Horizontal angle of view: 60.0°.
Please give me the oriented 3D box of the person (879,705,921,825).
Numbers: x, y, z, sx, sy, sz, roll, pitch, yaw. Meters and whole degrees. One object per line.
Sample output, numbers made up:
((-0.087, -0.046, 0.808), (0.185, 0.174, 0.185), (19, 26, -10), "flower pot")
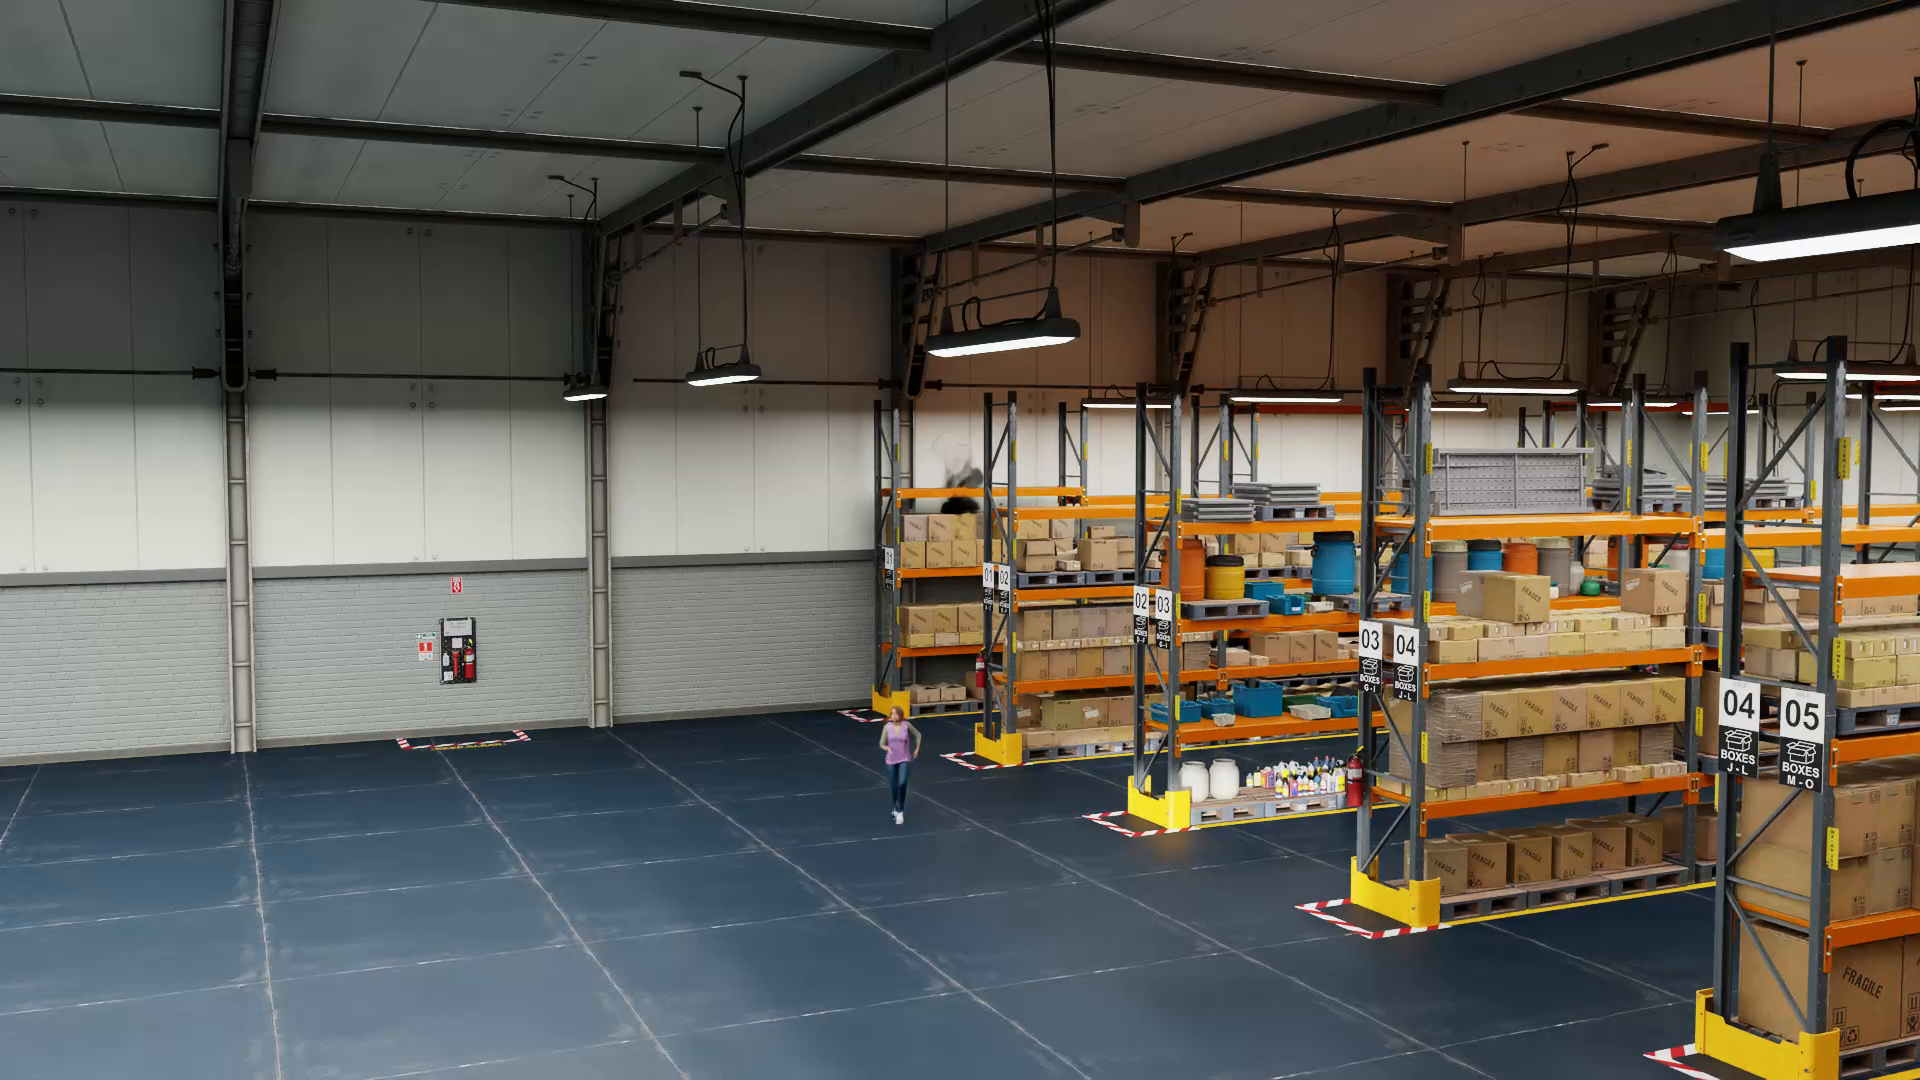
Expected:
((-0.831, 3.073, 22.710), (0.546, 1.587, 0.690), (0, 3, 8), "person")

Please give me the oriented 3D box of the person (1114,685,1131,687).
((2.882, 2.613, 29.992), (0.617, 1.611, 0.613), (-2, 4, -31), "person")
